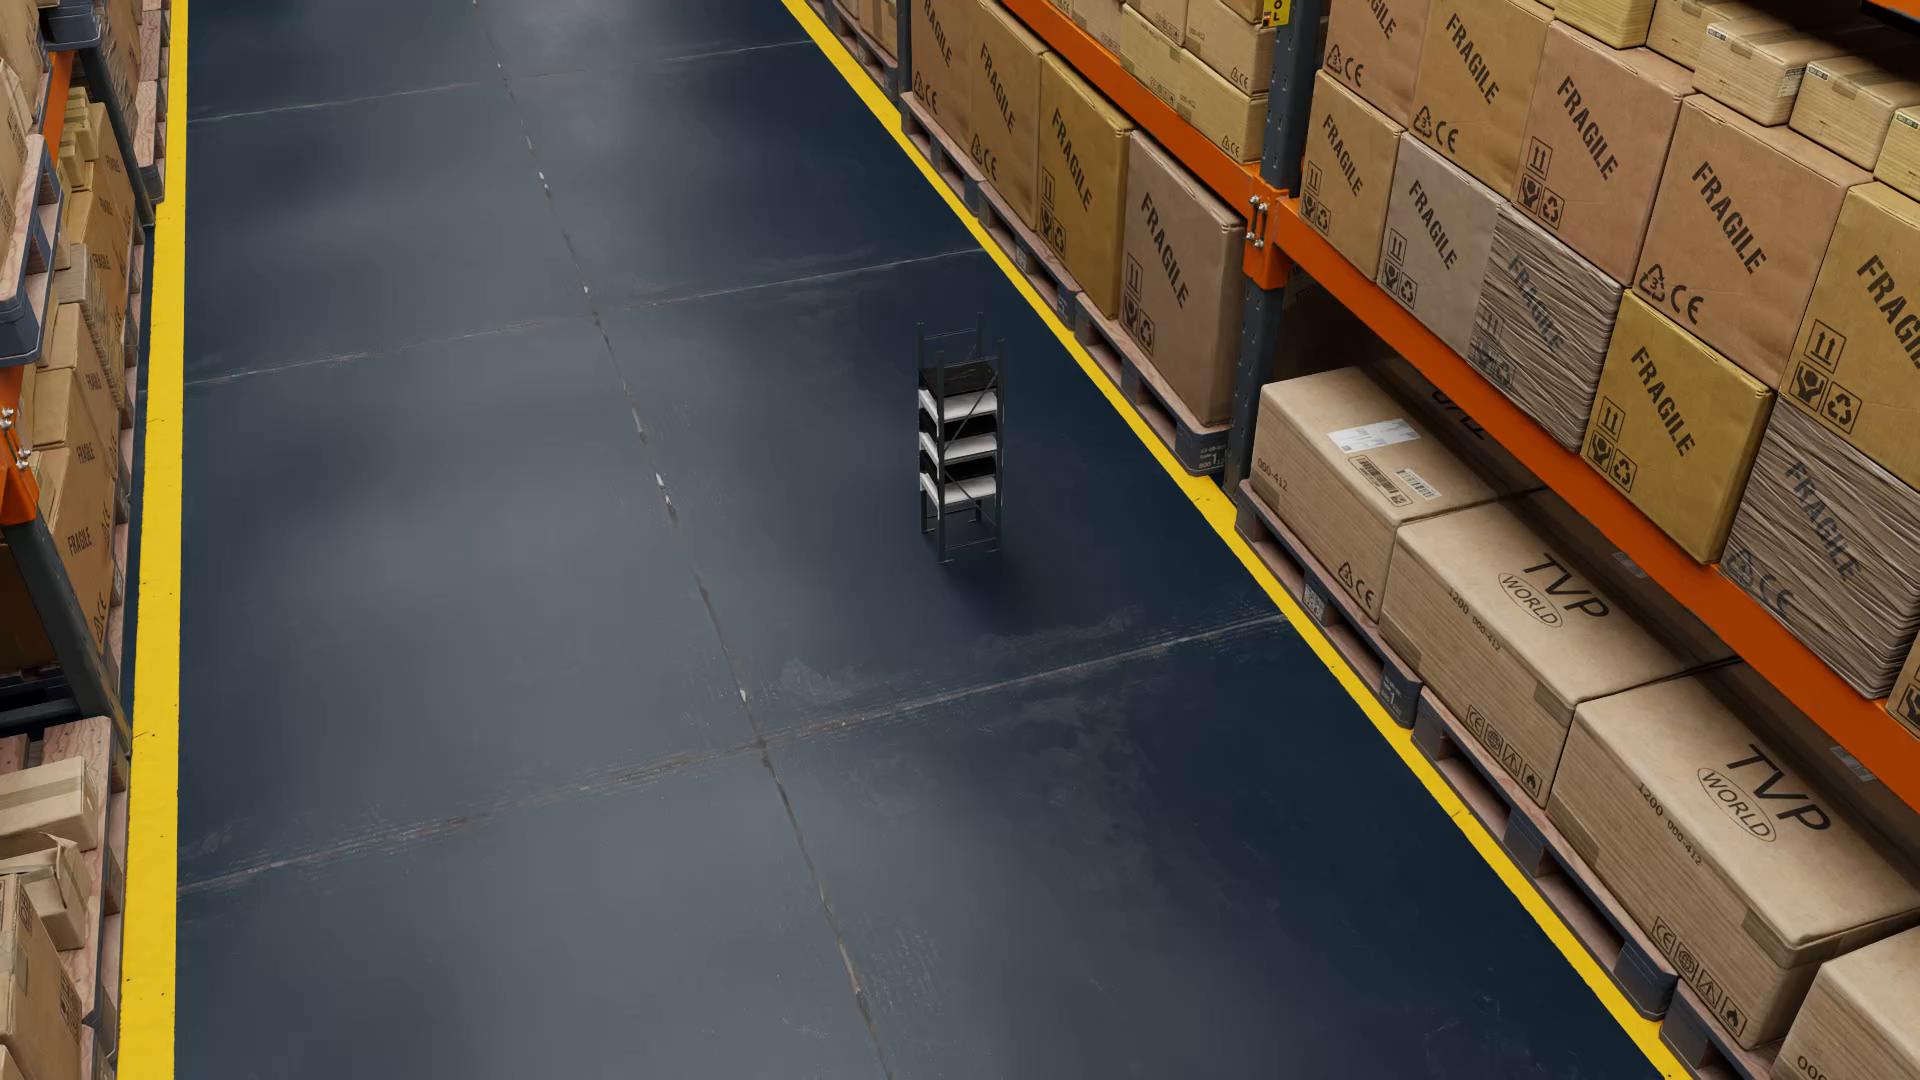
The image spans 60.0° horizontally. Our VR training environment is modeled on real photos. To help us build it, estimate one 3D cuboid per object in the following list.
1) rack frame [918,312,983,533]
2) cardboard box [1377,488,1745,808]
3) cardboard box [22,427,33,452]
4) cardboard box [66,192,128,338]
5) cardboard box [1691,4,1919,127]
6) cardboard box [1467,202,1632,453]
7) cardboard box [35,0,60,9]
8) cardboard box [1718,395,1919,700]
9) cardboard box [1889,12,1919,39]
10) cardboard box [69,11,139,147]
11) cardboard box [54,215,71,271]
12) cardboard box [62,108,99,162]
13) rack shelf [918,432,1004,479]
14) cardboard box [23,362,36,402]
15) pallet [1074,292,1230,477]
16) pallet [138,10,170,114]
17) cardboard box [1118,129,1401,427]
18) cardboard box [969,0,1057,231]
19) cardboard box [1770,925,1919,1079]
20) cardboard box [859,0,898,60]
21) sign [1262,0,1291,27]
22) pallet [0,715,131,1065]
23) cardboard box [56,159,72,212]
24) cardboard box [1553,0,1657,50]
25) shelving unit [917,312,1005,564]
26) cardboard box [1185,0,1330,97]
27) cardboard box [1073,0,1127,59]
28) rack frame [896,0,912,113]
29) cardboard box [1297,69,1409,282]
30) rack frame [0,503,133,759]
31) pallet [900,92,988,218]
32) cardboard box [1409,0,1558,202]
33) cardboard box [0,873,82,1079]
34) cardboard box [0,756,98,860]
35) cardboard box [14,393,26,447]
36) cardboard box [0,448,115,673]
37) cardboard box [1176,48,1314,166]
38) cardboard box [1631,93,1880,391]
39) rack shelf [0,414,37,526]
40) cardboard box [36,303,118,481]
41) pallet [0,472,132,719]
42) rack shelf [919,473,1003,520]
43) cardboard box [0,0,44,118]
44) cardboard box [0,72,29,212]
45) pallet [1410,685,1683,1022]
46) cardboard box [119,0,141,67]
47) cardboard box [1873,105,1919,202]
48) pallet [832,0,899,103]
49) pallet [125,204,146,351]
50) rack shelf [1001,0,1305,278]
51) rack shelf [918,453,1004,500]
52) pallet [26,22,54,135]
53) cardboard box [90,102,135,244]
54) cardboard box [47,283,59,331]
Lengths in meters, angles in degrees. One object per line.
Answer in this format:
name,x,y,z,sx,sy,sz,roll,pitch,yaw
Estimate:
rack frame,-0.032,-0.412,6.049,0.240,0.900,0.006,-12,39,-16
cardboard box,1.939,0.276,5.171,0.875,0.438,0.875,-14,39,-17
cardboard box,-3.185,-0.259,5.290,0.380,0.149,0.250,-13,39,-17
cardboard box,-3.828,-1.087,6.928,0.500,0.500,0.500,-11,38,-14
cardboard box,1.887,-1.064,3.716,0.380,0.149,0.250,-12,39,-16
cardboard box,1.765,-0.615,4.490,0.500,0.500,0.500,-12,39,-16
cardboard box,-3.853,-2.271,6.547,0.500,0.250,0.500,-14,39,-18
cardboard box,2.133,-0.035,3.720,0.500,0.500,0.500,-11,38,-15
cardboard box,2.399,-1.181,3.872,0.380,0.149,0.250,-12,39,-16
cardboard box,-4.722,-2.266,8.390,0.875,0.625,0.625,-11,38,-15
cardboard box,-3.683,-1.139,6.458,0.380,0.149,0.250,-14,39,-18
cardboard box,-3.990,-1.746,7.264,0.380,0.149,0.250,-14,39,-18
rack shelf,0.003,-0.328,5.993,0.258,0.077,0.200,-12,39,-16
cardboard box,-3.391,-0.553,5.681,0.380,0.149,0.250,-13,39,-17
pallet,1.179,-0.768,7.095,1.003,0.211,1.213,-12,39,-16
pallet,-5.183,-2.739,9.711,1.003,0.211,1.213,-12,39,-16
cardboard box,1.227,-1.115,6.654,0.875,0.875,0.875,-11,38,-15
cardboard box,0.602,-2.128,8.000,0.875,0.875,0.875,-12,39,-15
cardboard box,2.571,1.301,3.810,0.875,0.438,0.875,-14,39,-17
cardboard box,-0.046,-3.161,9.788,0.950,0.372,0.625,-15,40,-19
sign,1.009,-1.775,5.217,0.100,0.325,0.005,-12,39,-16
pallet,-2.908,1.070,4.654,1.003,0.211,1.213,-12,39,-16
cardboard box,-3.892,-1.429,6.844,0.380,0.149,0.250,-11,38,-15
cardboard box,1.703,-1.342,4.085,0.380,0.149,0.250,-14,39,-17
shelving unit,0.003,-0.355,5.973,0.258,0.900,0.210,-12,39,-16
cardboard box,1.135,-1.800,5.856,0.500,0.250,0.500,-12,39,-16
cardboard box,0.794,-2.180,6.776,0.500,0.250,0.500,-13,39,-17
rack frame,0.139,-3.722,8.698,1.000,3.000,0.127,-12,39,-16
cardboard box,1.431,-1.183,5.244,0.500,0.500,0.500,-11,38,-14
rack frame,-3.144,-0.432,4.331,1.000,3.000,0.127,-12,39,-16
pallet,0.339,-2.147,8.925,1.003,0.211,1.213,-12,39,-16
cardboard box,1.620,-1.295,4.563,0.500,0.500,0.500,-13,39,-17
cardboard box,-2.504,1.216,3.871,0.700,0.500,0.500,-14,39,-18
cardboard box,-2.676,0.793,4.725,0.380,0.149,0.250,-14,39,-17
cardboard box,-3.152,-0.374,5.195,0.380,0.149,0.250,-14,39,-18
cardboard box,-3.099,0.079,5.381,0.500,0.500,0.500,-11,38,-14
cardboard box,1.124,-1.603,6.010,0.500,0.250,0.500,-13,39,-17
cardboard box,1.957,-0.718,3.796,0.500,0.500,0.500,-13,39,-16
rack shelf,-2.456,0.985,3.047,1.077,0.370,4.000,-12,39,-16
cardboard box,-3.459,-0.503,6.153,0.500,0.500,0.500,-14,39,-17
pallet,-3.459,0.230,5.769,1.003,0.211,1.213,-12,39,-16
rack shelf,0.003,-0.184,6.102,0.258,0.077,0.200,-12,39,-16
cardboard box,-3.549,-1.695,5.575,0.700,0.500,0.500,-13,39,-16
cardboard box,-3.279,-1.252,4.987,0.700,0.500,0.500,-12,39,-15
pallet,2.127,0.788,5.028,1.003,0.211,1.213,-12,39,-16
cardboard box,-5.186,-3.014,9.383,0.875,0.625,0.625,-14,39,-18
cardboard box,2.090,-0.771,3.328,0.380,0.149,0.250,-12,38,-15
pallet,-0.129,-3.049,10.123,1.003,0.211,1.213,-12,39,-16
pallet,-4.299,-1.148,7.599,1.003,0.211,1.213,-12,39,-16
rack shelf,0.827,-2.304,7.414,1.077,0.370,4.000,-12,39,-16
rack shelf,0.003,-0.256,6.047,0.258,0.077,0.200,-12,39,-16
pallet,-3.847,-1.517,5.931,1.003,0.211,1.213,-12,39,-16
cardboard box,-4.173,-1.667,7.698,0.500,0.500,0.500,-11,38,-15
cardboard box,-3.526,-0.843,6.065,0.380,0.149,0.250,-11,38,-14
